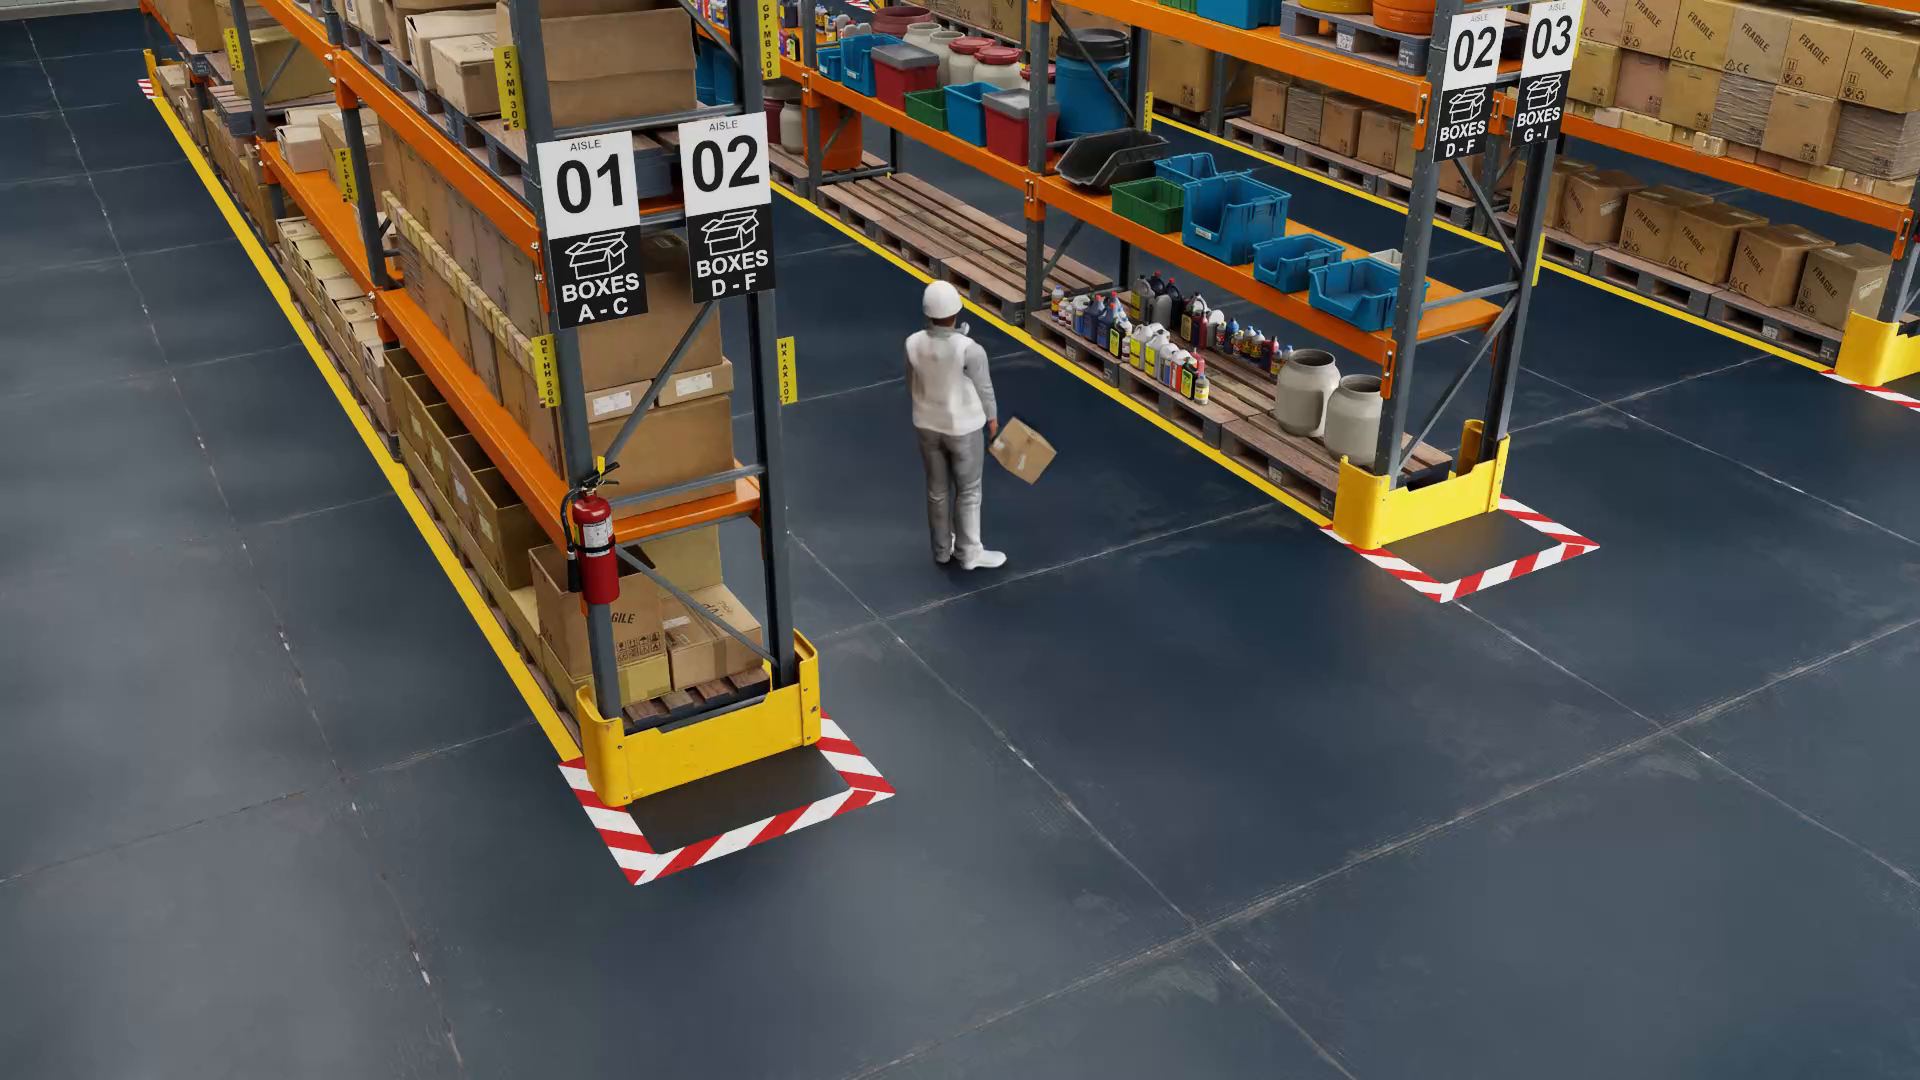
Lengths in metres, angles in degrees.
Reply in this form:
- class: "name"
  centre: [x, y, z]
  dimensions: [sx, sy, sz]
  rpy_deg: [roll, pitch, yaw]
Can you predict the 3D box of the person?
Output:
- class: "person"
  centre: [-0.024, -0.679, 9.751]
  dimensions: [0.612, 1.773, 0.417]
  rpy_deg: [14, 32, 24]
